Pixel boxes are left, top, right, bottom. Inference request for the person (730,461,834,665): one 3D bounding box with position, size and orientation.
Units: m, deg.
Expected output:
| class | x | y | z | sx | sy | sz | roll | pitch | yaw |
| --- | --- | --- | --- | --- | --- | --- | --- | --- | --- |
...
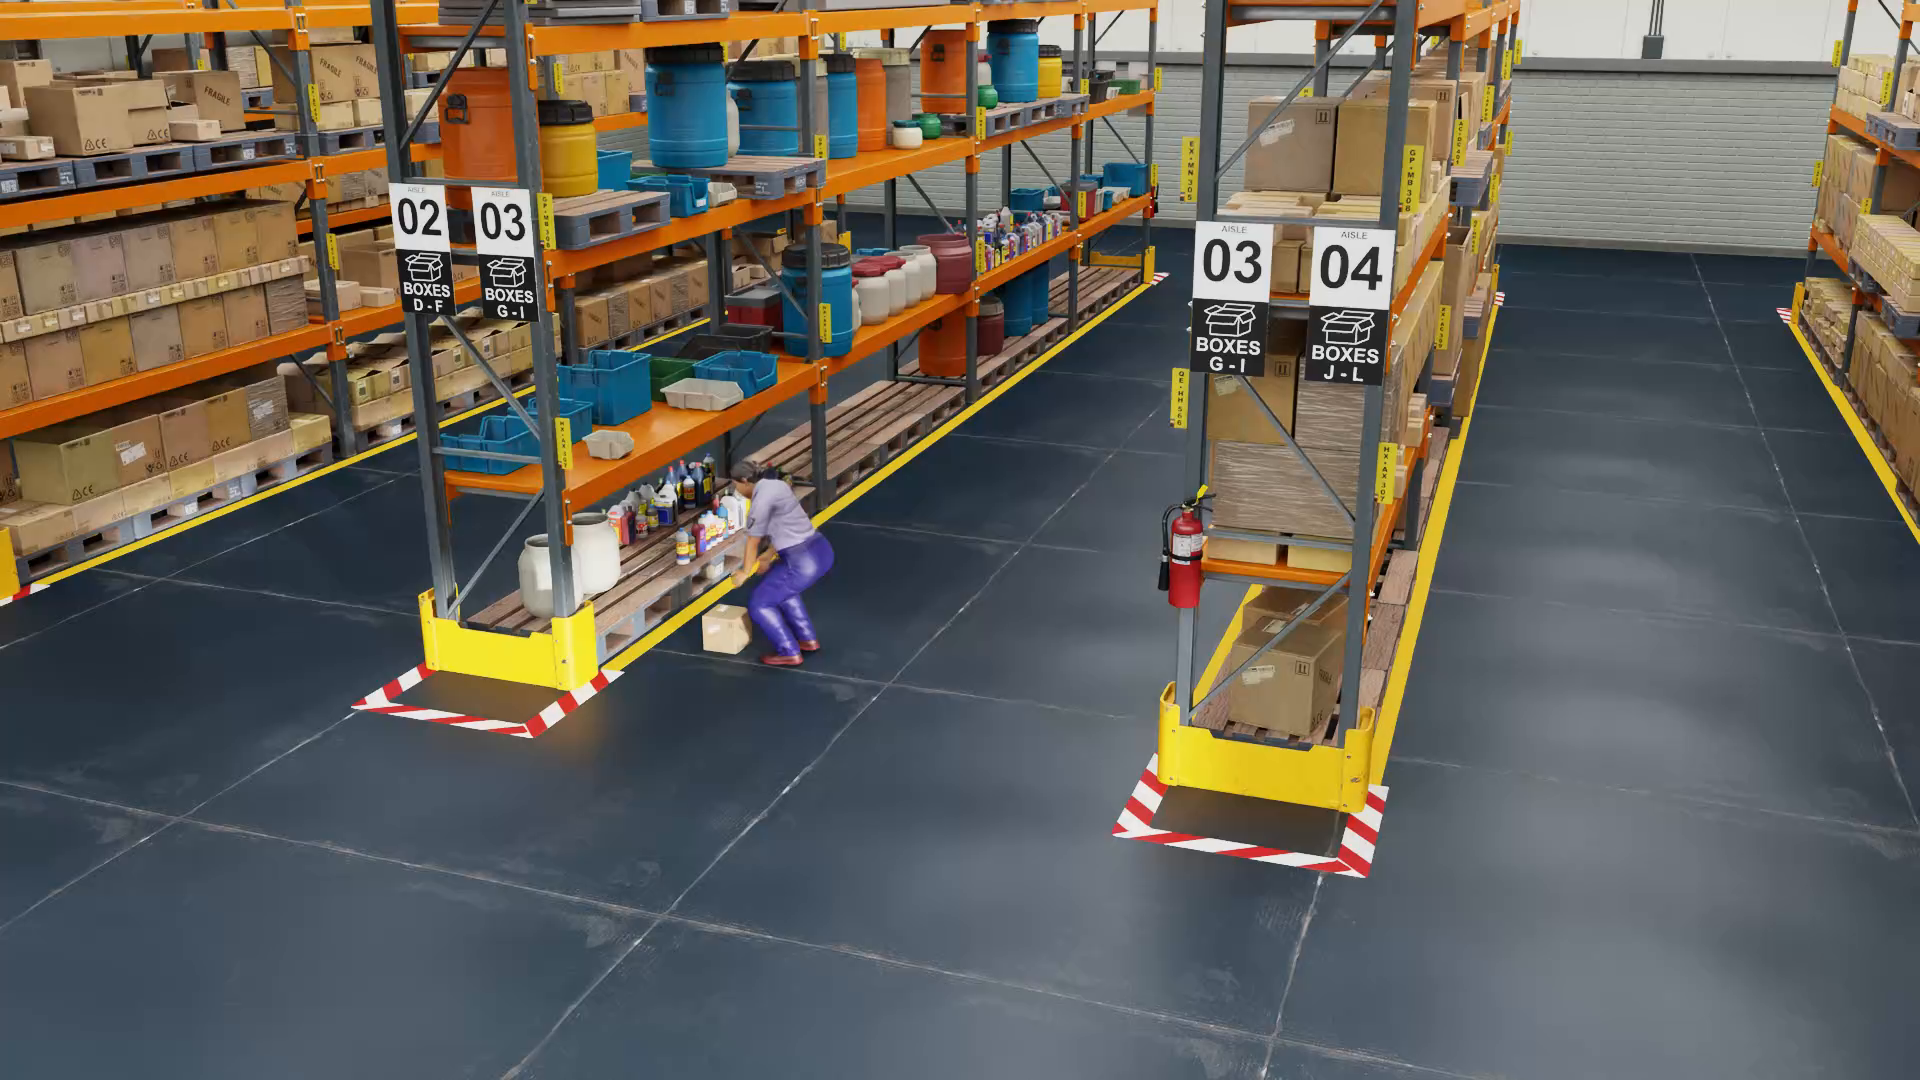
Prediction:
| class | x | y | z | sx | sy | sz | roll | pitch | yaw |
| --- | --- | --- | --- | --- | --- | --- | --- | --- | --- |
| person | -1.198 | 0.150 | 11.096 | 0.655 | 1.368 | 0.534 | 6 | 20 | 18 |
